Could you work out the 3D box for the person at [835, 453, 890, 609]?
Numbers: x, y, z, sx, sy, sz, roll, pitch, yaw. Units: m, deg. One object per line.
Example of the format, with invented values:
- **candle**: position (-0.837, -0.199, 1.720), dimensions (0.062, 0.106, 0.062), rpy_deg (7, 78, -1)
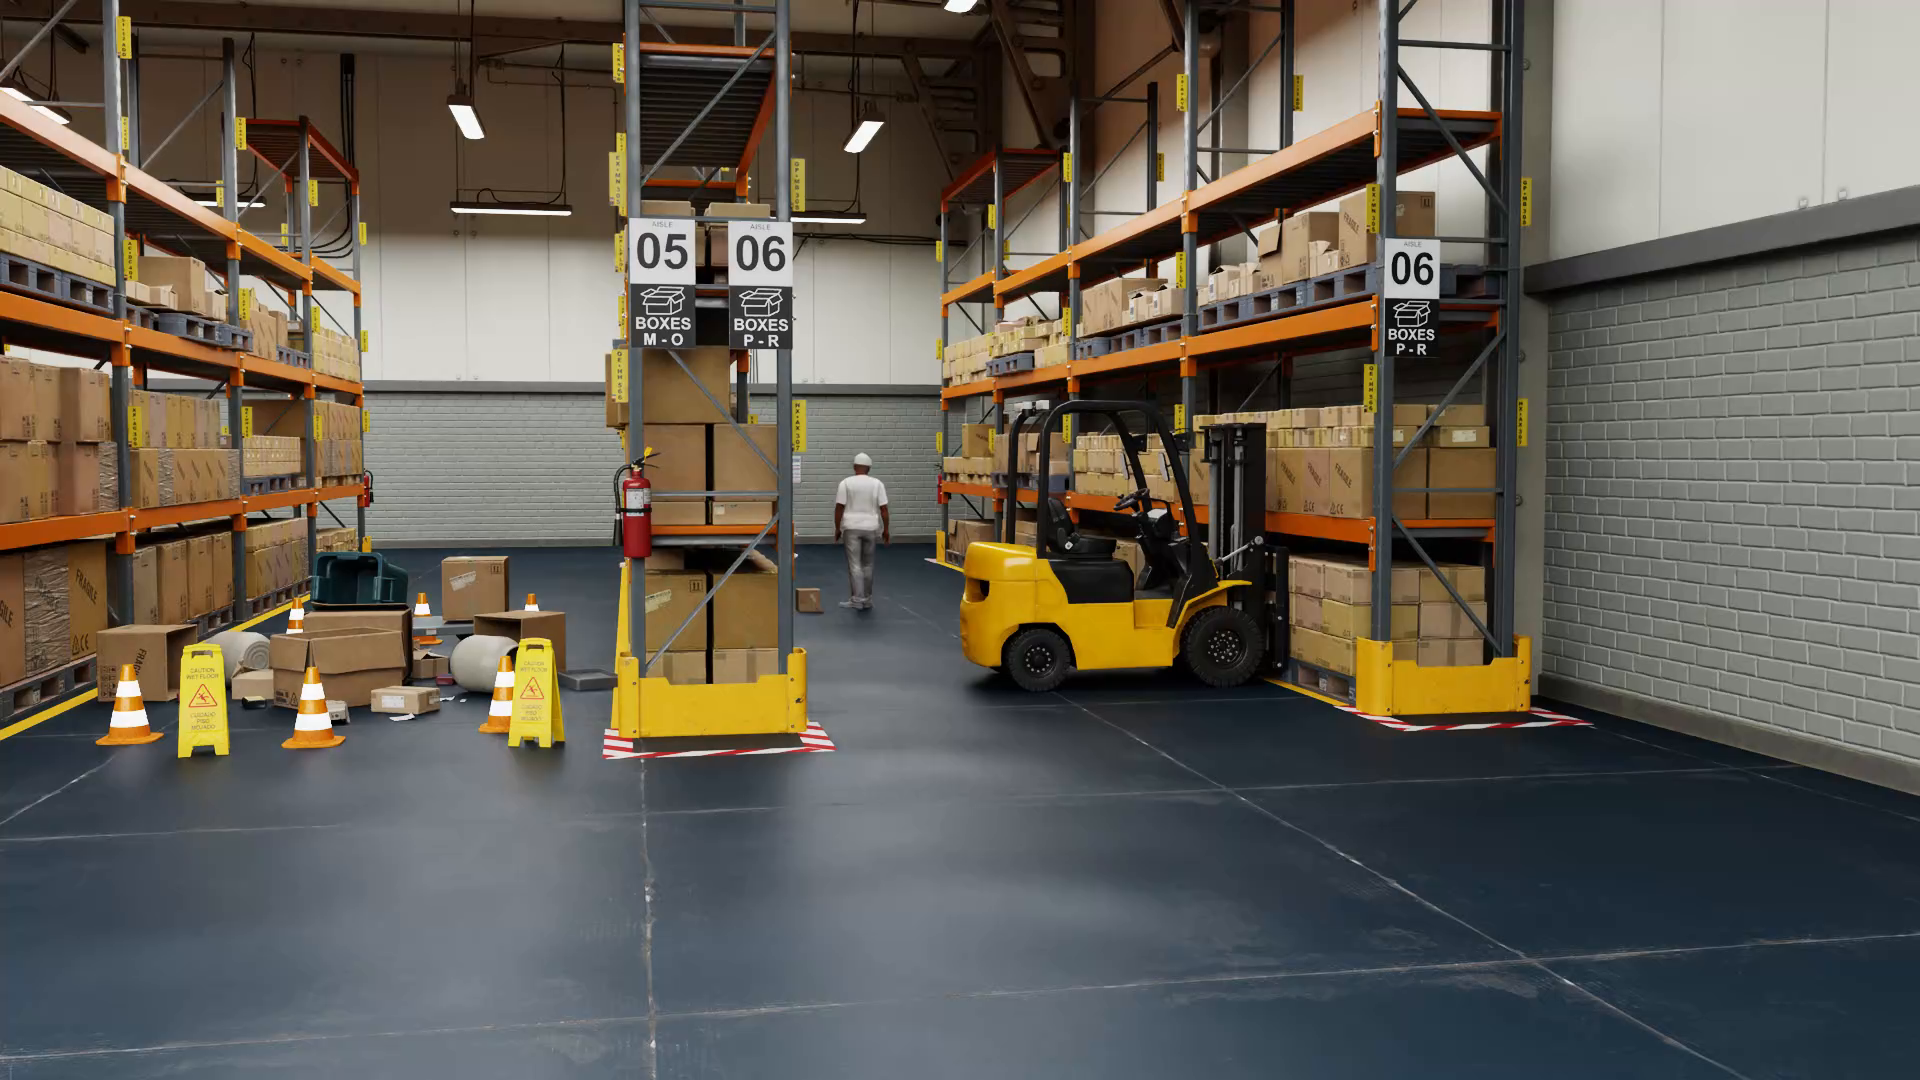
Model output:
- **person**: position (-1.111, -0.097, 18.788), dimensions (0.627, 1.766, 0.626), rpy_deg (-1, 3, -17)
